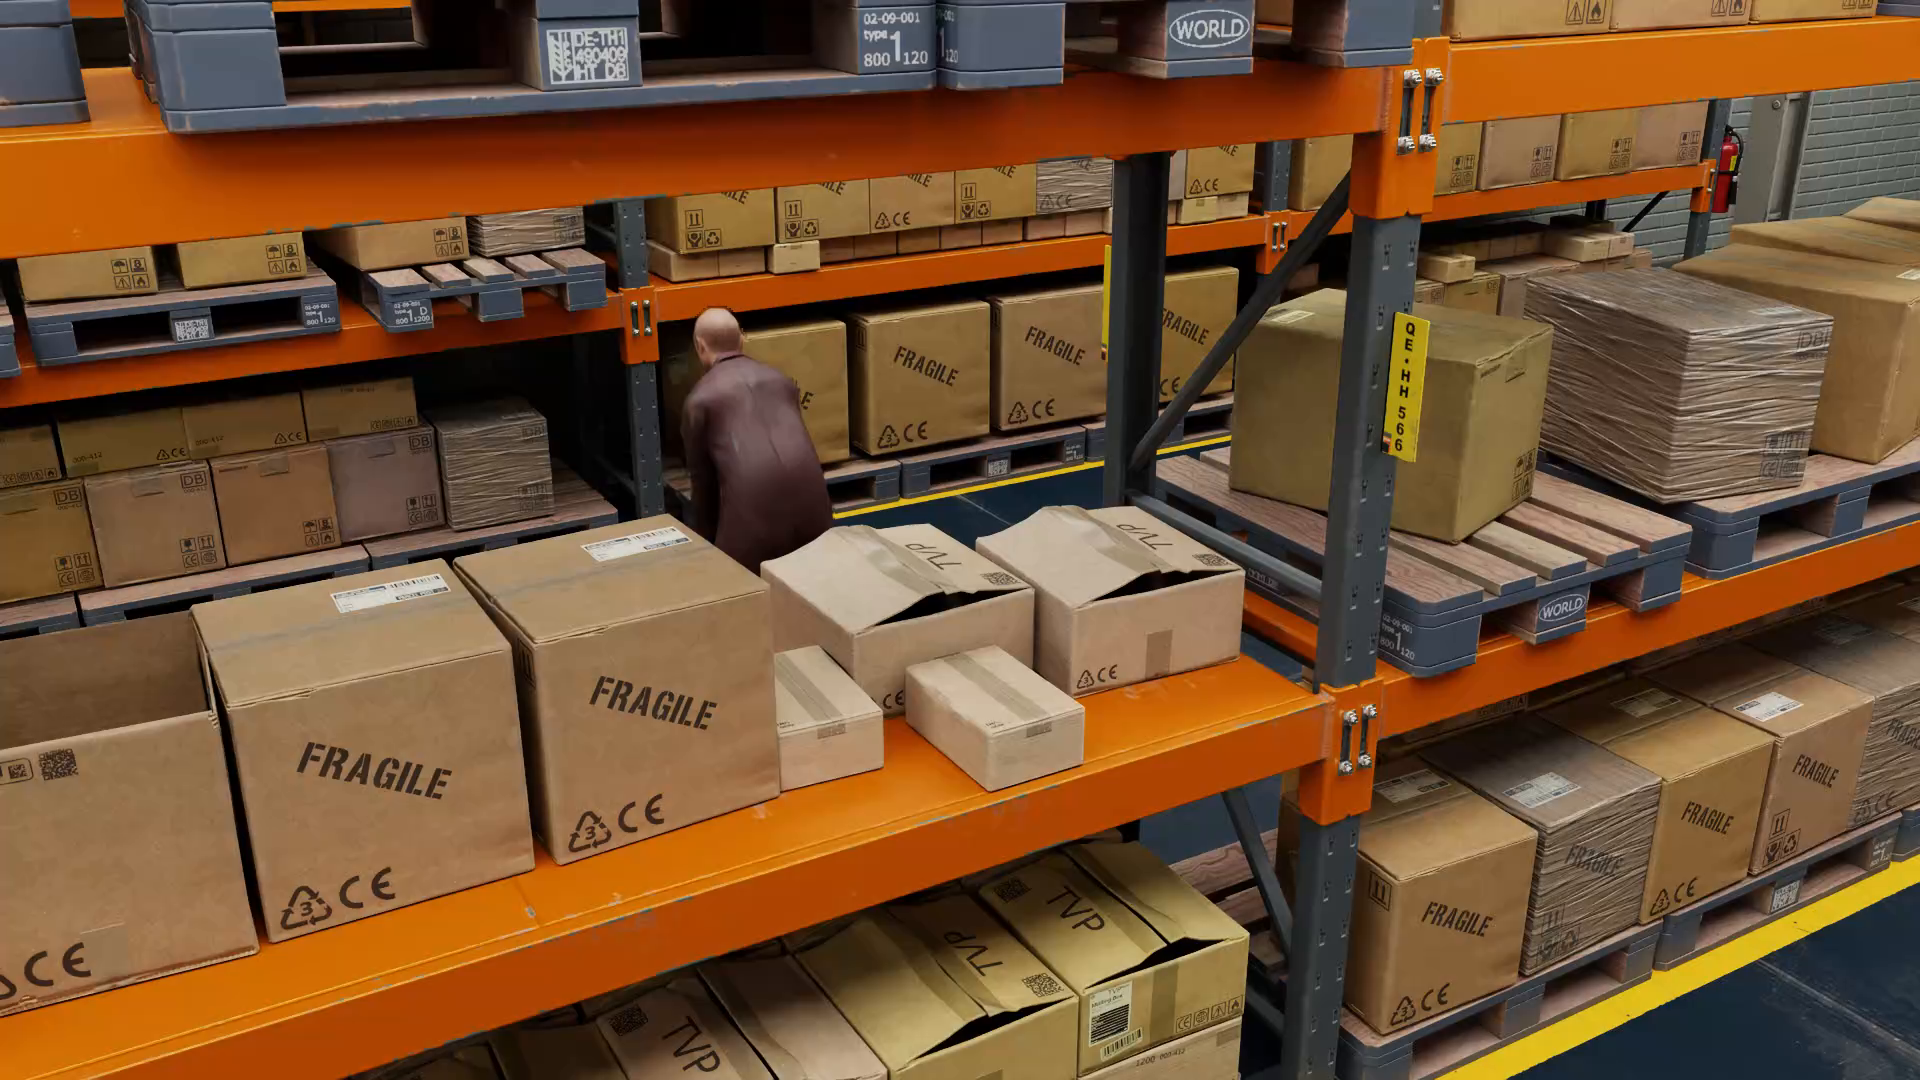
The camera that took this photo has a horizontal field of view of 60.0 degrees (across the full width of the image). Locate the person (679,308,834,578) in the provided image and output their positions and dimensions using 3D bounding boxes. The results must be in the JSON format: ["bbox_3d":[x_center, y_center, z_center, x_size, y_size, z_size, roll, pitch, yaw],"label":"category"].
[{"bbox_3d":[-0.788,-0.053,6.447,0.544,1.632,0.697,-13,25,-29],"label":"person"}]
